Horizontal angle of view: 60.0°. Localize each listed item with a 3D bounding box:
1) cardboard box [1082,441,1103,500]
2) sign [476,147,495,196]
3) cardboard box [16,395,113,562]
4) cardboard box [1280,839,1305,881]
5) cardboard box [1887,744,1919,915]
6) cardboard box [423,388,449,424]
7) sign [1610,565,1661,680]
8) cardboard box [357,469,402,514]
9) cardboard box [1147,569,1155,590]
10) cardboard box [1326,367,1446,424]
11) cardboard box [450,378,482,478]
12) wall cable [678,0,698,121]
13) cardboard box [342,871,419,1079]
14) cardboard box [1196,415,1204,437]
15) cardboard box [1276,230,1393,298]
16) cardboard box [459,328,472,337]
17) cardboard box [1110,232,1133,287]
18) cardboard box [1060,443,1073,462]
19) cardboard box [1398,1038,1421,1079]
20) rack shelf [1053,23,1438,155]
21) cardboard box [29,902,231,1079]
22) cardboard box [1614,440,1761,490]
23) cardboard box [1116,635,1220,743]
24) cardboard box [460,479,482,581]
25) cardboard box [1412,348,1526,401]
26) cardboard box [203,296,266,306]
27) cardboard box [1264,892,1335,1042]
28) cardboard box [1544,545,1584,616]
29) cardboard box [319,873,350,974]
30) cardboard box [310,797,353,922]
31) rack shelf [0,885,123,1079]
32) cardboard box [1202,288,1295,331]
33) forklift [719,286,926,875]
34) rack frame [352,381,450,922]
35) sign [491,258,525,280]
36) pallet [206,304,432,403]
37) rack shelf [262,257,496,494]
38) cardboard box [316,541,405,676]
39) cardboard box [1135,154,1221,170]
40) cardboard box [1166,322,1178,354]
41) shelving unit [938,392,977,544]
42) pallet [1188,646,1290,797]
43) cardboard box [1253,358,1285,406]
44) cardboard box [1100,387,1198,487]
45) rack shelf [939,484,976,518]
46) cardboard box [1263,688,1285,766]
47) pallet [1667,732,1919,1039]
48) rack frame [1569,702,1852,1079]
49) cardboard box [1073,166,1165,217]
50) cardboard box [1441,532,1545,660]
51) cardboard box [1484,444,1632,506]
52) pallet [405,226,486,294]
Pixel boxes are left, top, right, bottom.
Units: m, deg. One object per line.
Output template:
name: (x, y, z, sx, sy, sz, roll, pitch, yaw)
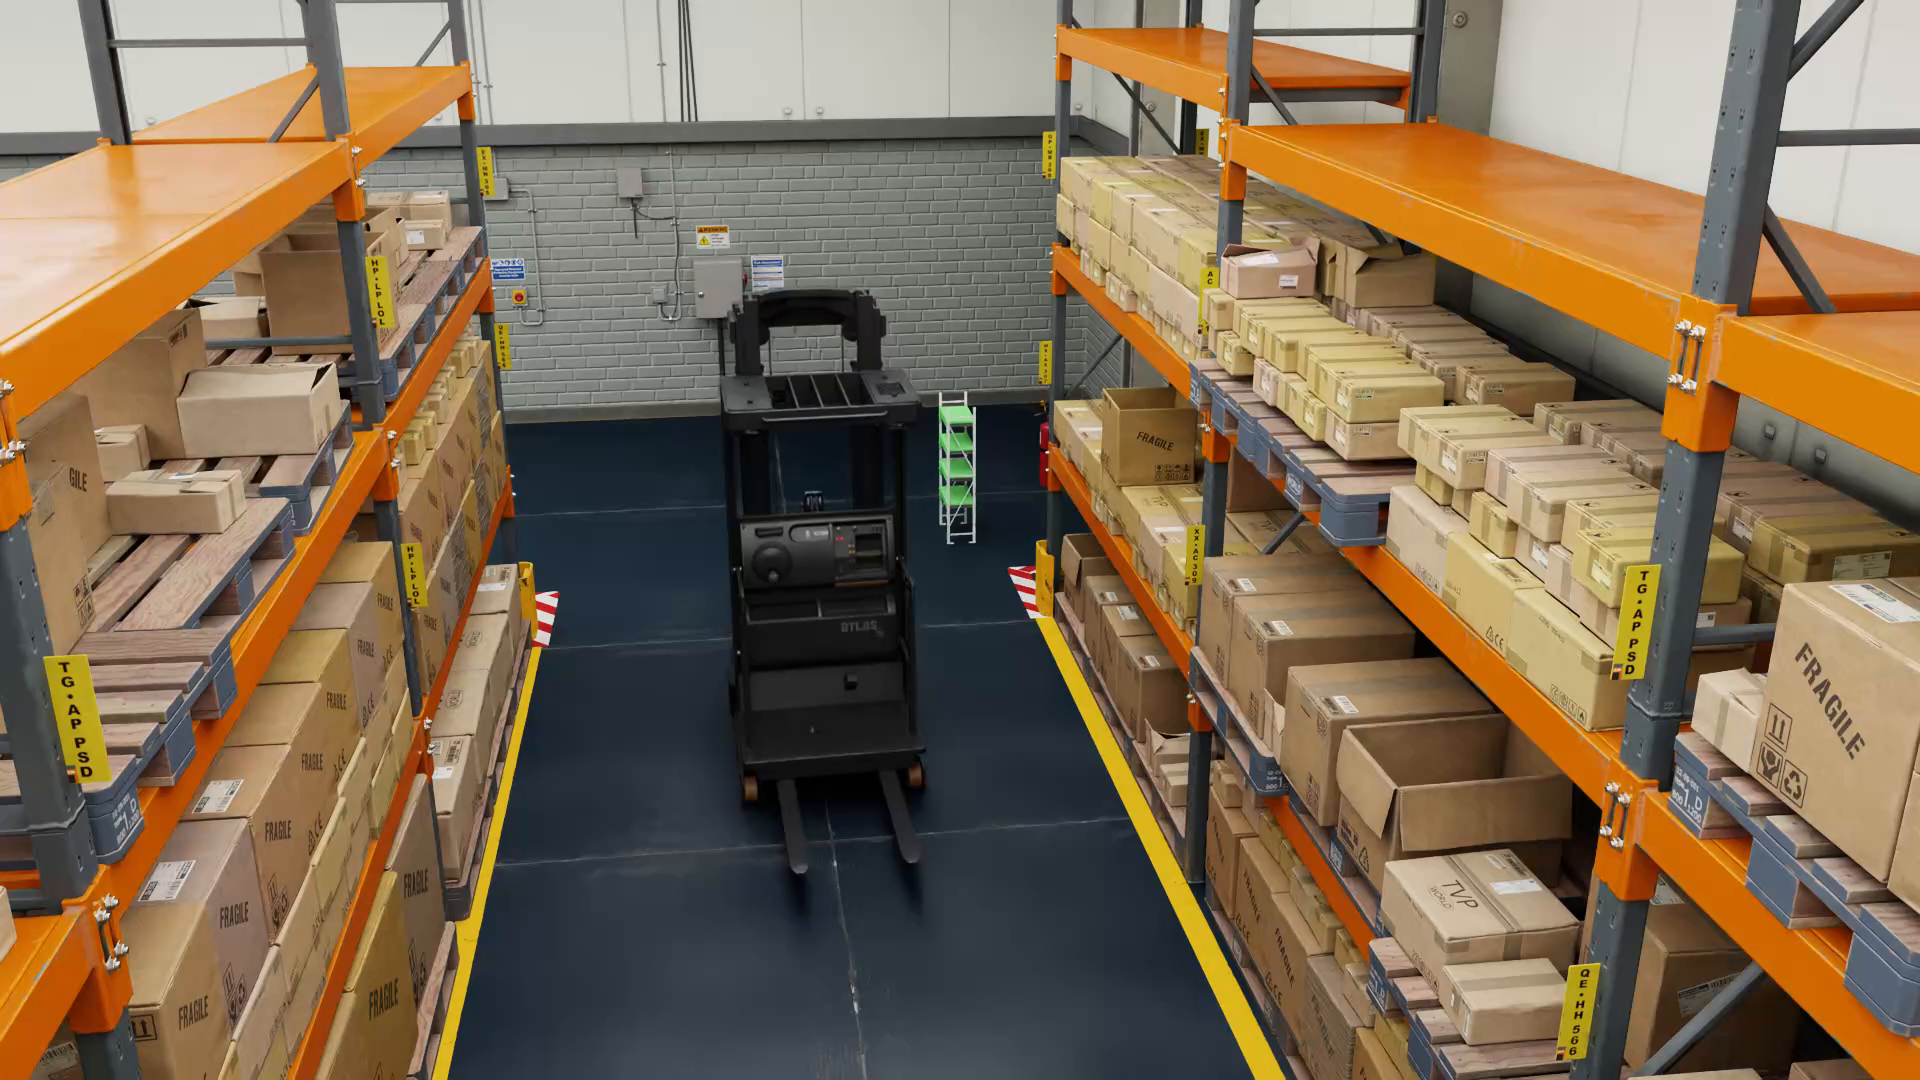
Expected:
cardboard box: (1.119, -0.478, 11.073, 0.500, 0.250, 0.500, -3, 21, -9)
sign: (-3.202, -2.484, 11.213, 0.100, 0.325, 0.005, -3, 21, -8)
cardboard box: (-3.129, -0.153, 5.382, 0.500, 0.500, 0.500, -3, 21, -7)
cardboard box: (1.753, 1.538, 7.931, 0.380, 0.149, 0.250, -3, 21, -9)
cardboard box: (2.359, 0.577, 3.284, 0.700, 0.500, 0.500, -3, 21, -9)
cardboard box: (-3.154, -0.763, 9.547, 0.380, 0.149, 0.250, -3, 21, -8)
sign: (1.787, 0.219, 4.390, 0.100, 0.325, 0.005, -3, 21, -8)
cardboard box: (-2.953, -0.235, 8.132, 0.380, 0.149, 0.250, -3, 21, -9)
cardboard box: (1.320, 0.205, 9.813, 0.380, 0.149, 0.250, -2, 21, -6)
cardboard box: (1.636, -0.559, 6.405, 0.380, 0.149, 0.250, -3, 21, -7)
cardboard box: (-3.263, -0.688, 10.272, 0.500, 0.500, 0.500, -3, 21, -8)
wall cable: (-1.333, -5.626, 16.438, 2.988, 3.039, 0.133, -3, 21, -8)
cardboard box: (-2.858, 2.028, 7.009, 0.875, 0.875, 0.875, -2, 21, -6)
cardboard box: (1.573, -0.674, 11.598, 0.500, 0.250, 0.500, -3, 21, -8)
cardboard box: (1.957, -1.439, 8.644, 0.500, 0.250, 0.500, -3, 21, -8)
cardboard box: (-3.430, -1.296, 10.975, 0.380, 0.149, 0.250, -3, 21, -7)
cardboard box: (1.217, -1.706, 10.073, 0.500, 0.250, 0.500, -3, 21, -9)
cardboard box: (0.946, -0.684, 12.195, 0.380, 0.149, 0.250, -3, 21, -8)
cardboard box: (1.944, 2.072, 6.500, 0.380, 0.149, 0.250, -2, 21, -6)
rack shelf: (1.459, -2.709, 9.715, 1.077, 0.370, 4.000, -3, 21, -8)
cardboard box: (-2.417, 1.393, 4.700, 0.500, 0.500, 0.500, -4, 21, -10)
cardboard box: (2.414, -0.227, 5.544, 0.380, 0.149, 0.250, -2, 21, -6)
cardboard box: (1.399, 0.918, 10.517, 0.700, 0.500, 0.500, -4, 21, -10)
cardboard box: (-3.181, -0.041, 9.970, 0.500, 0.500, 0.500, -2, 21, -6)
cardboard box: (2.041, -0.667, 6.693, 0.380, 0.149, 0.250, -3, 21, -7)
cardboard box: (-3.611, -1.121, 8.333, 0.380, 0.149, 0.250, -2, 21, -6)
cardboard box: (1.748, 1.965, 7.714, 0.500, 0.500, 0.500, -4, 21, -9)
cardboard box: (2.016, 0.117, 5.047, 0.380, 0.149, 0.250, -3, 21, -9)
cardboard box: (-2.645, 1.450, 6.334, 0.500, 0.250, 0.500, -3, 21, -8)
cardboard box: (-2.609, 1.211, 6.259, 0.500, 0.250, 0.500, -3, 21, -7)
rack shelf: (-2.299, 1.716, 2.150, 1.077, 0.370, 4.000, -3, 21, -8)
cardboard box: (1.356, -1.090, 7.824, 0.380, 0.149, 0.250, -2, 21, -6)
forklift: (-0.822, 0.076, 9.897, 1.130, 2.935, 3.031, -4, 21, -10)
rack frame: (-3.164, 0.707, 8.111, 1.000, 3.000, 0.127, -3, 21, -8)
sign: (-4.633, -2.775, 17.046, 0.327, 0.218, 0.001, -3, 21, -8)
pallet: (-3.272, -0.941, 8.361, 1.003, 0.211, 1.213, -3, 21, -8)
rack shelf: (-3.452, -1.054, 9.566, 1.077, 0.370, 4.000, -3, 21, -8)
cardboard box: (-2.851, 0.334, 7.538, 0.500, 0.500, 0.500, -2, 21, -6)
cardboard box: (1.511, -2.498, 11.480, 0.500, 0.250, 0.500, -3, 21, -9)
cardboard box: (1.341, -1.120, 9.074, 0.380, 0.149, 0.250, -2, 21, -6)
shelving unit: (-0.024, -0.619, 14.234, 0.258, 1.200, 0.503, -3, 21, -8)
pallet: (1.754, 0.827, 8.063, 1.003, 0.211, 1.213, -3, 21, -8)
cardboard box: (1.485, -0.686, 7.170, 0.380, 0.149, 0.250, -3, 21, -7)
cardboard box: (1.186, -0.660, 10.488, 0.500, 0.500, 0.500, -2, 21, -6)
rack shelf: (-0.024, -0.335, 14.340, 0.258, 0.148, 0.480, -3, 21, -8)
cardboard box: (1.568, 0.822, 7.395, 0.396, 0.266, 0.258, -2, 21, -5)
pallet: (2.510, 0.754, 3.968, 1.213, 0.211, 1.003, -2, 21, -5)
rack frame: (2.324, 1.840, 5.076, 1.000, 3.000, 0.127, -3, 21, -8)
cardboard box: (1.041, -2.295, 10.935, 0.500, 0.250, 0.500, -3, 21, -8)
cardboard box: (1.936, 0.166, 5.487, 0.500, 0.250, 0.500, -3, 21, -8)
cardboard box: (1.965, -0.201, 5.474, 0.380, 0.149, 0.250, -3, 21, -9)
pallet: (-3.623, -1.785, 10.623, 1.003, 0.211, 1.213, -3, 21, -8)
